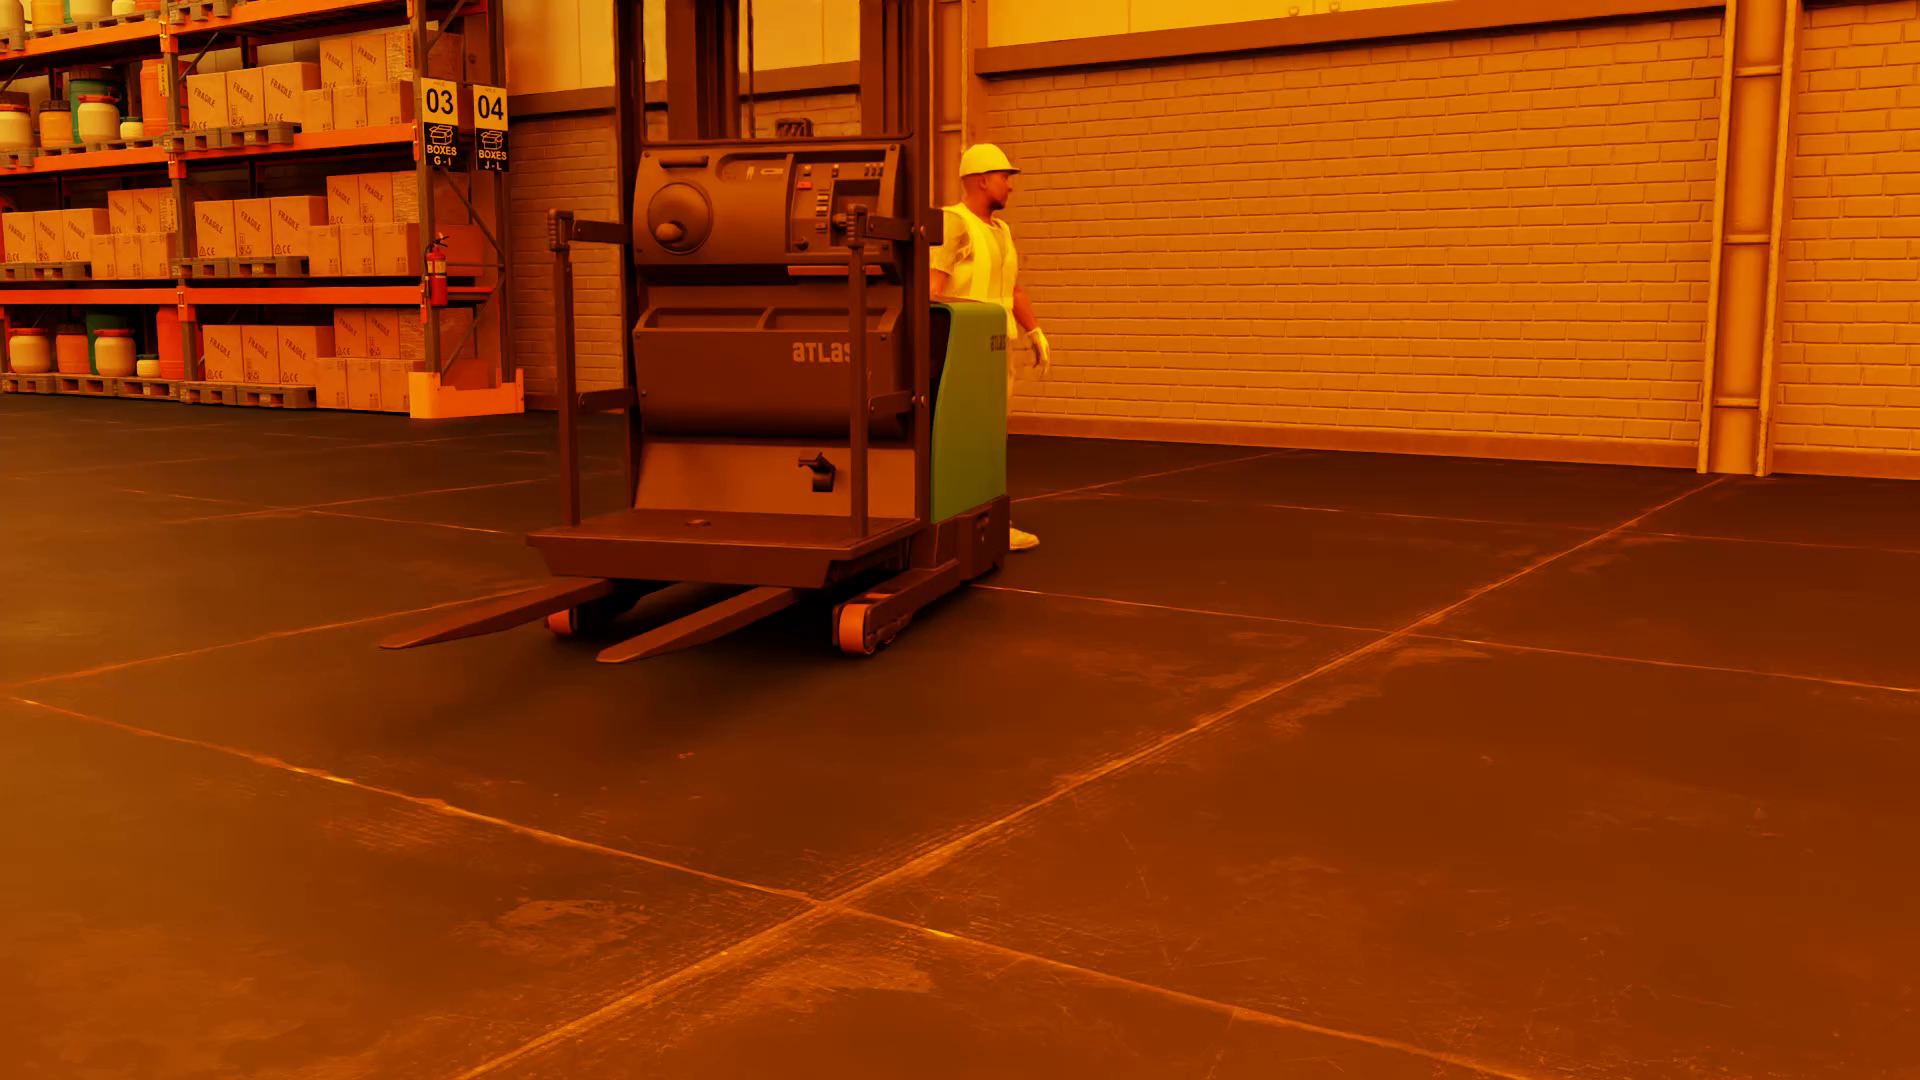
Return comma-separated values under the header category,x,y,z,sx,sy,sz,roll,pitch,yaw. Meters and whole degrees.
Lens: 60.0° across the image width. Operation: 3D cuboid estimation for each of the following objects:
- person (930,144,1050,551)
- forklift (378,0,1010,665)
category,x,y,z,sx,sy,sz,roll,pitch,yaw
person,0.179,-0.855,7.378,0.582,1.778,0.729,4,9,29
forklift,-0.707,-1.157,5.327,1.130,2.935,3.031,2,8,16
